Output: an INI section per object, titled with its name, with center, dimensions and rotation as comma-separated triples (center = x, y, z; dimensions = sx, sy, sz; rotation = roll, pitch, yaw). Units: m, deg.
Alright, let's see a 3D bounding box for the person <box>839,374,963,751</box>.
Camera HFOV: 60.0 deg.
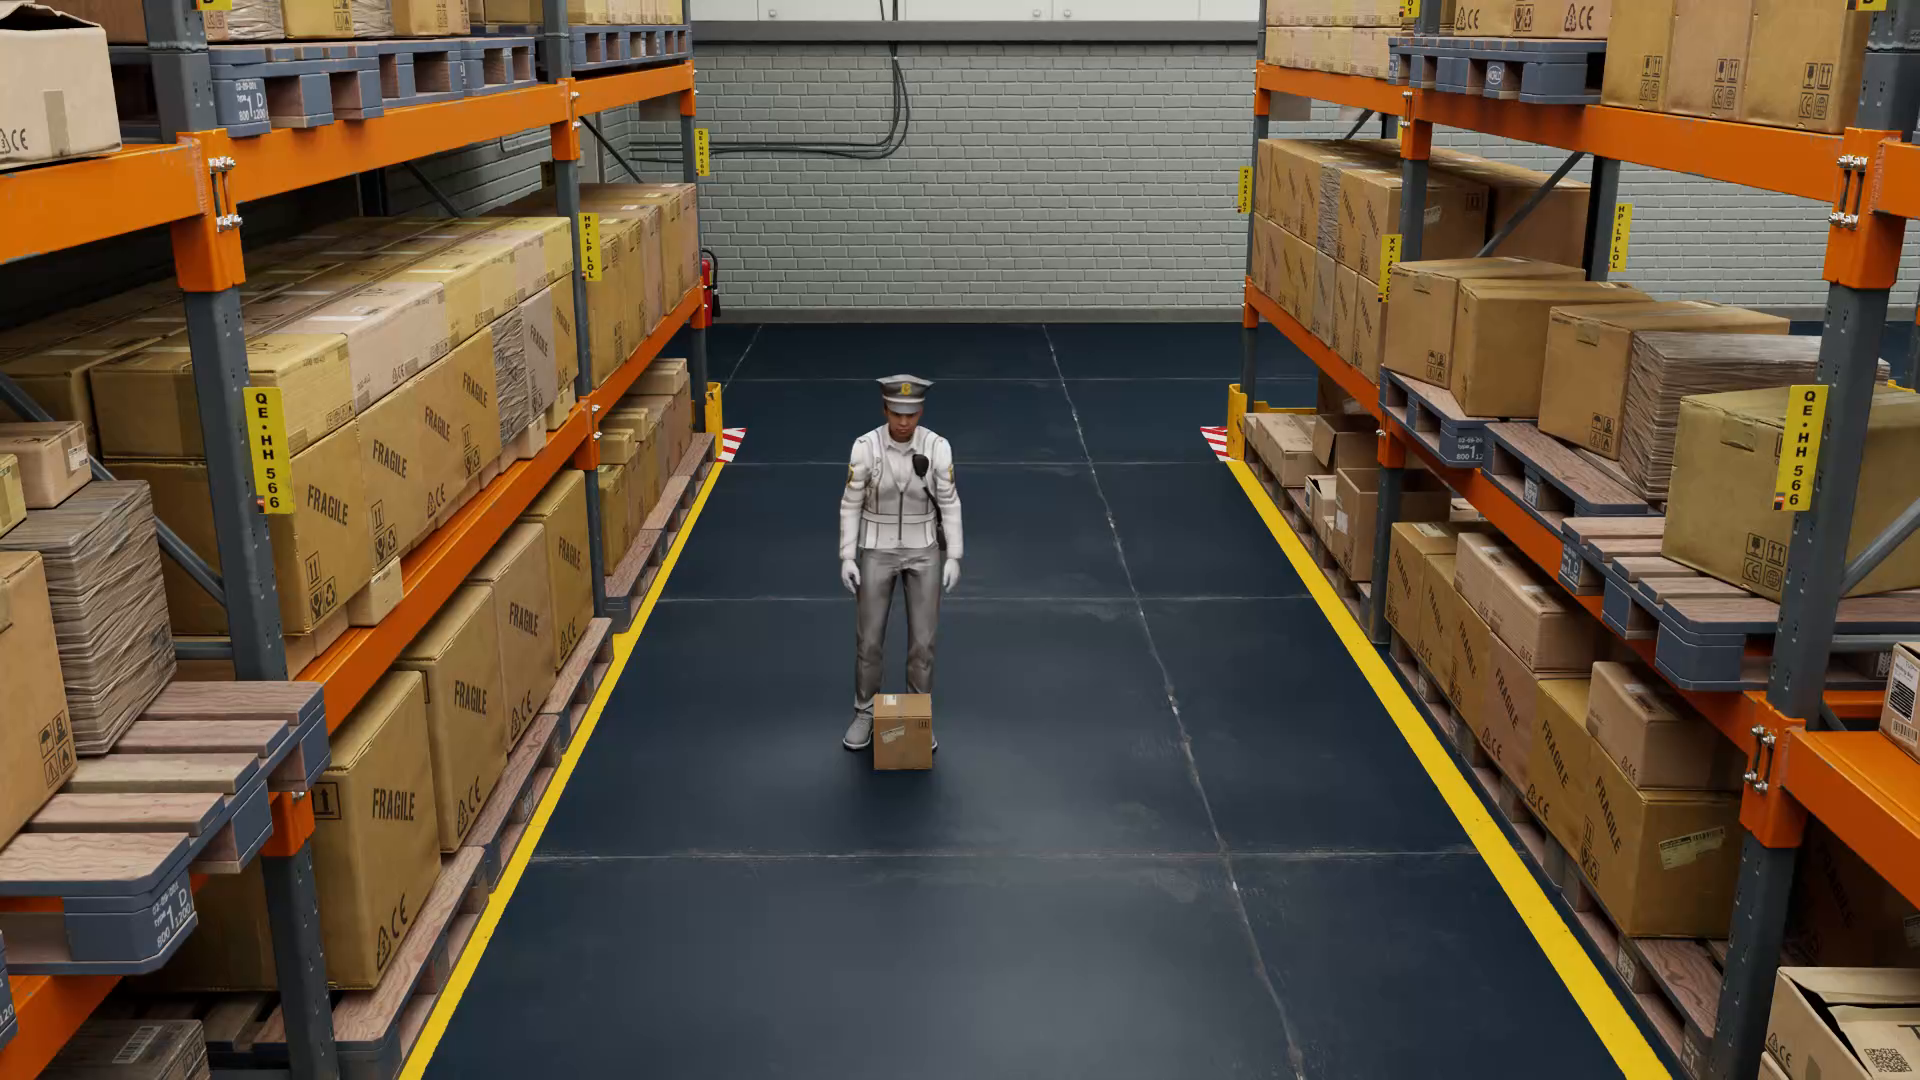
[person]
center = -0.255, 0.093, 7.239
dimensions = 0.540, 1.663, 0.405
rotation = -1, 17, -2
